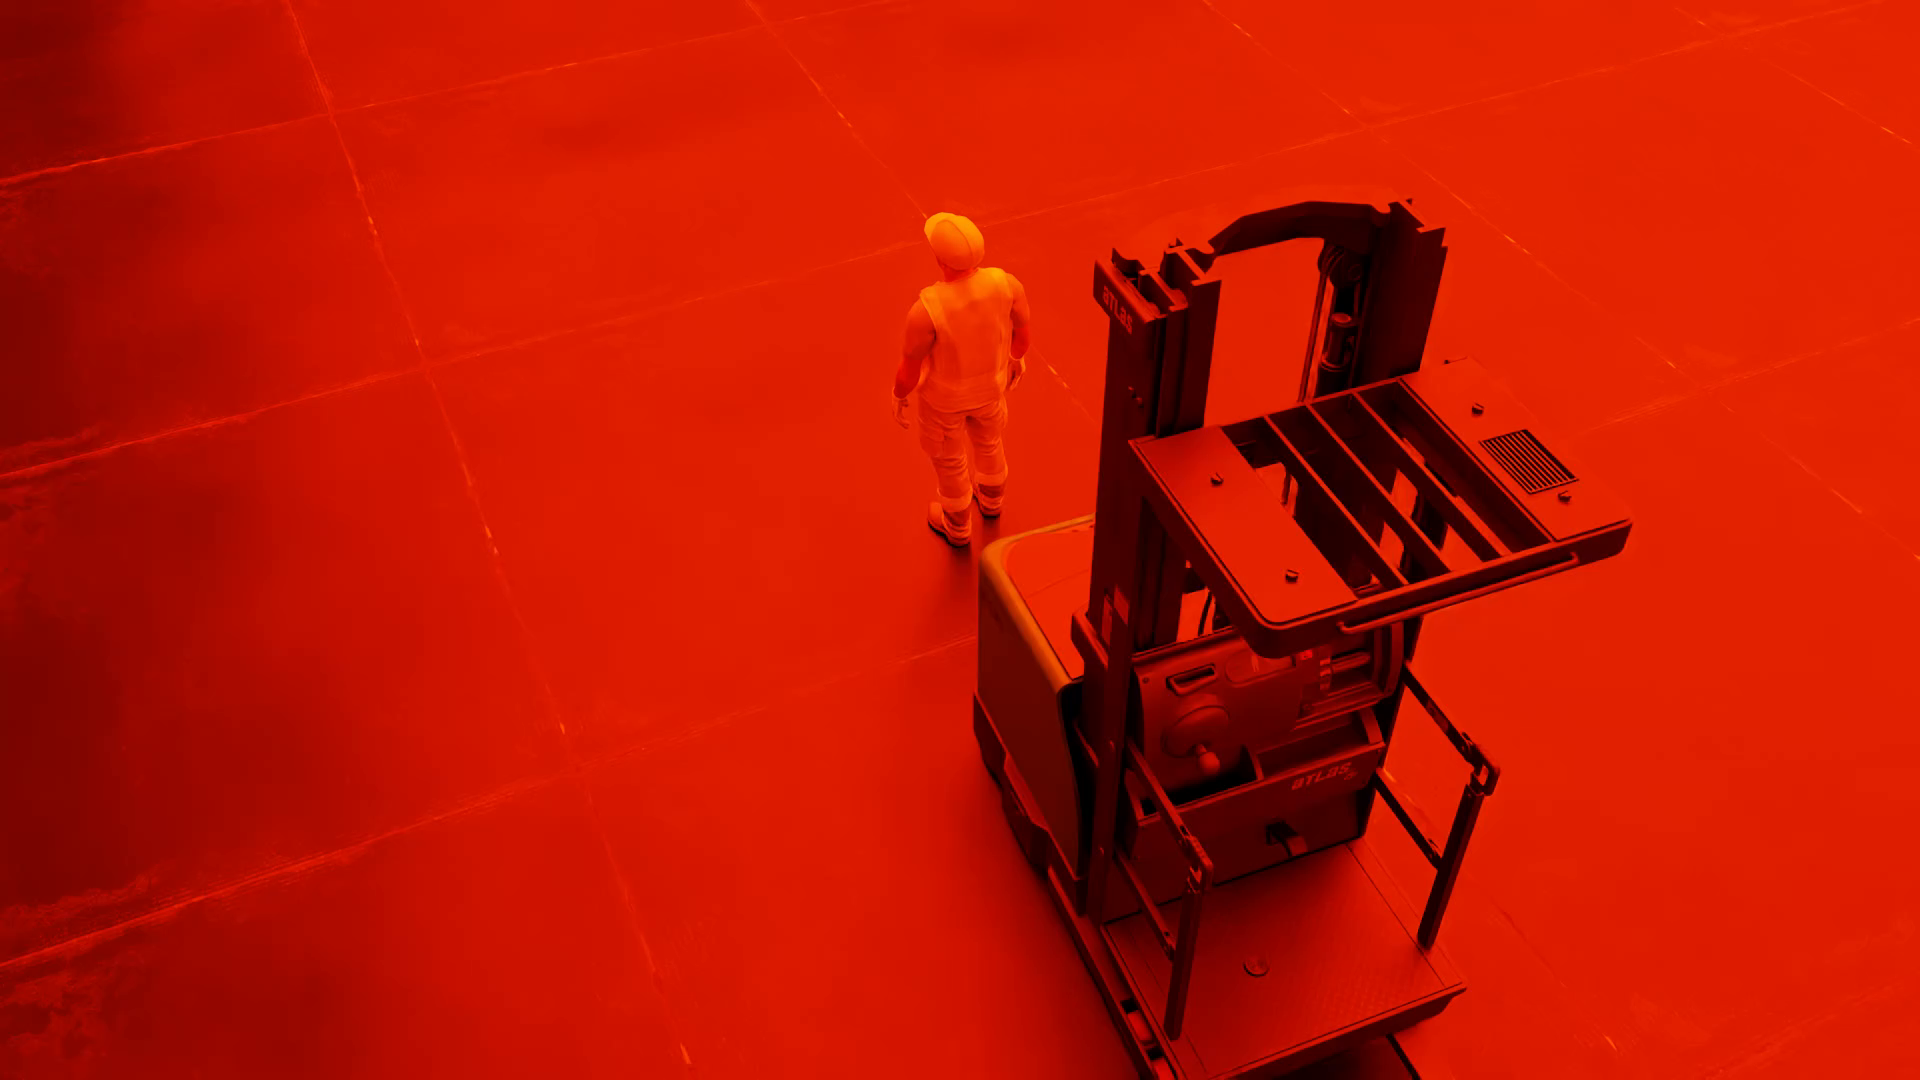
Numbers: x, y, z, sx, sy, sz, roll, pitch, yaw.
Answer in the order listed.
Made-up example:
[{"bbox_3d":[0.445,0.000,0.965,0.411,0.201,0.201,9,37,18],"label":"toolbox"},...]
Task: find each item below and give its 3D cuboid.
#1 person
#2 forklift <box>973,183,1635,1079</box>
[{"bbox_3d":[-0.024,-0.713,7.270,0.636,1.789,0.562,-18,46,-18],"label":"person"},{"bbox_3d":[1.066,0.543,5.098,1.130,2.935,3.031,-15,45,-16],"label":"forklift"}]
